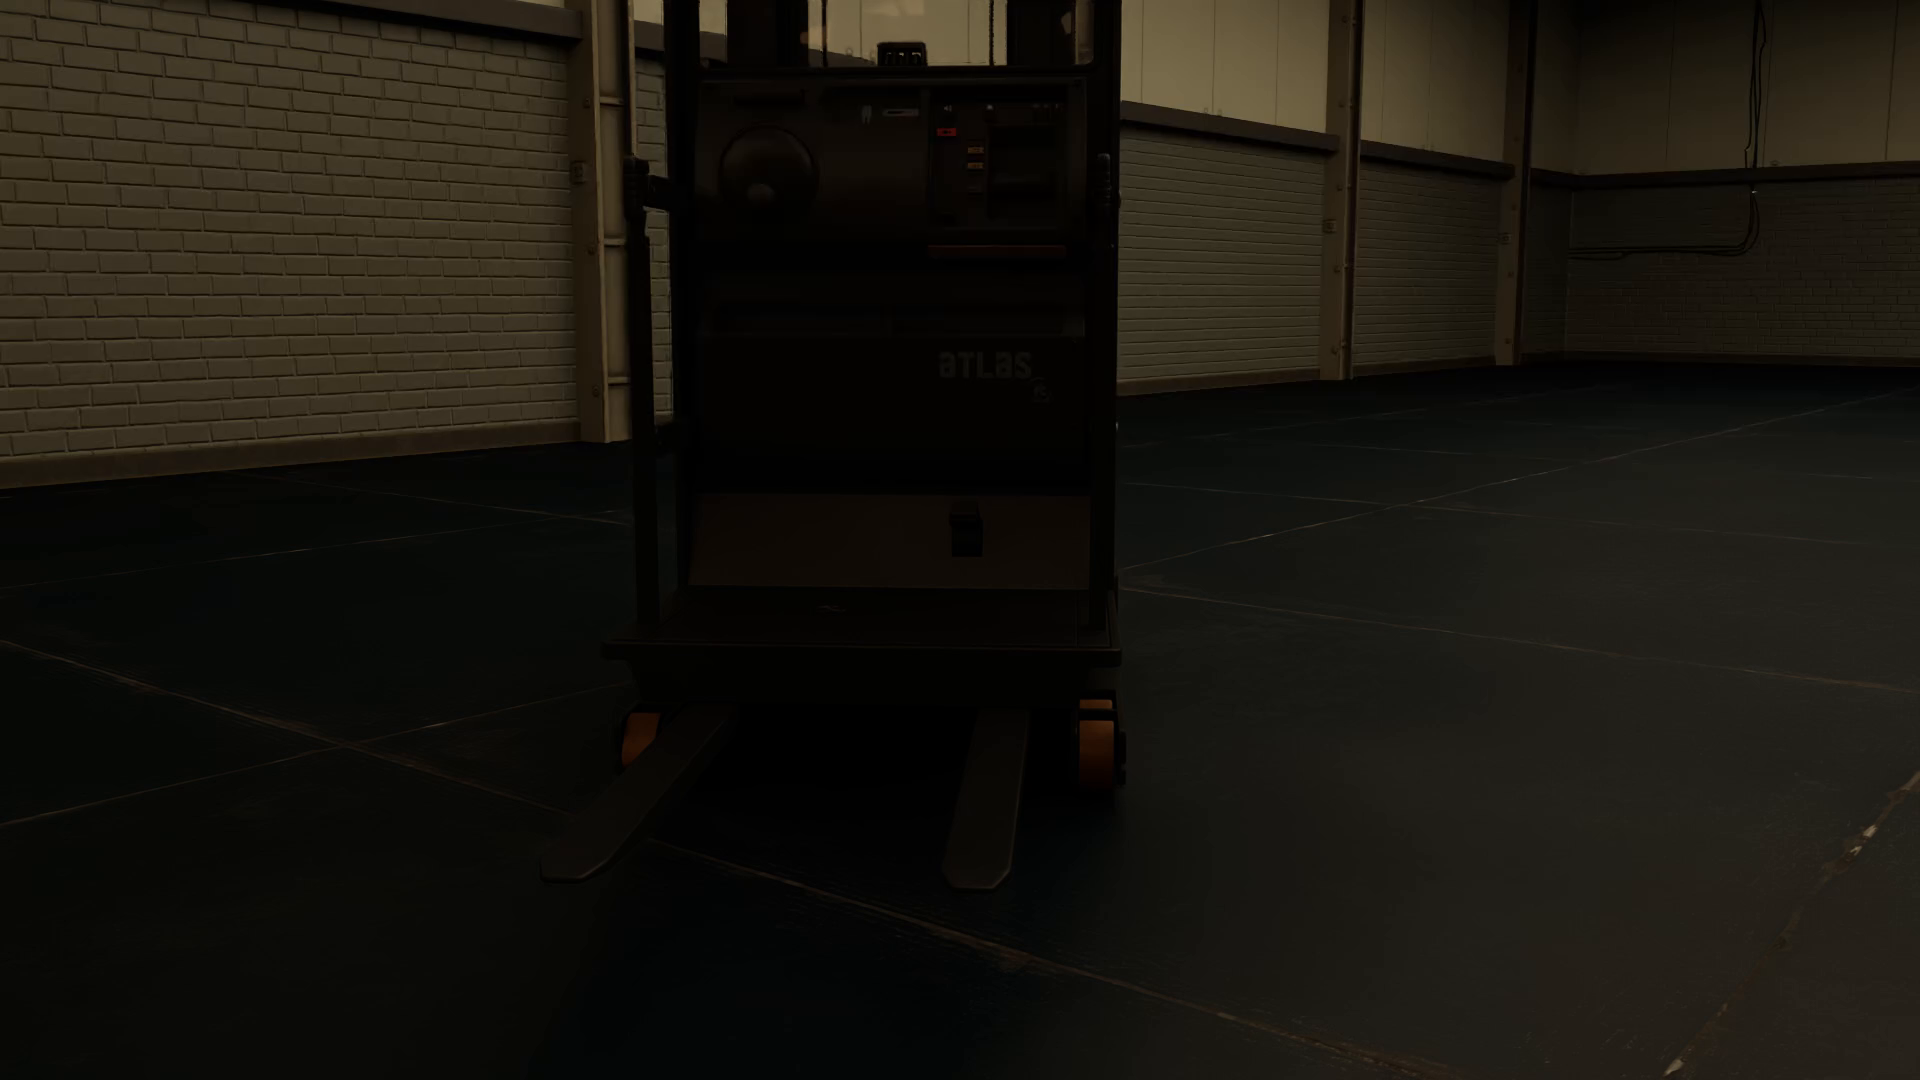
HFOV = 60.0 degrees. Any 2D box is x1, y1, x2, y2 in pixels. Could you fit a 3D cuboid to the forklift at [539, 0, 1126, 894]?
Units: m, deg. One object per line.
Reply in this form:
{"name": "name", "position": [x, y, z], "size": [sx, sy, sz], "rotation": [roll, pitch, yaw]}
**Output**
{"name": "forklift", "position": [-0.178, -0.945, 3.743], "size": [1.130, 2.935, 3.031], "rotation": [1, 8, 4]}
